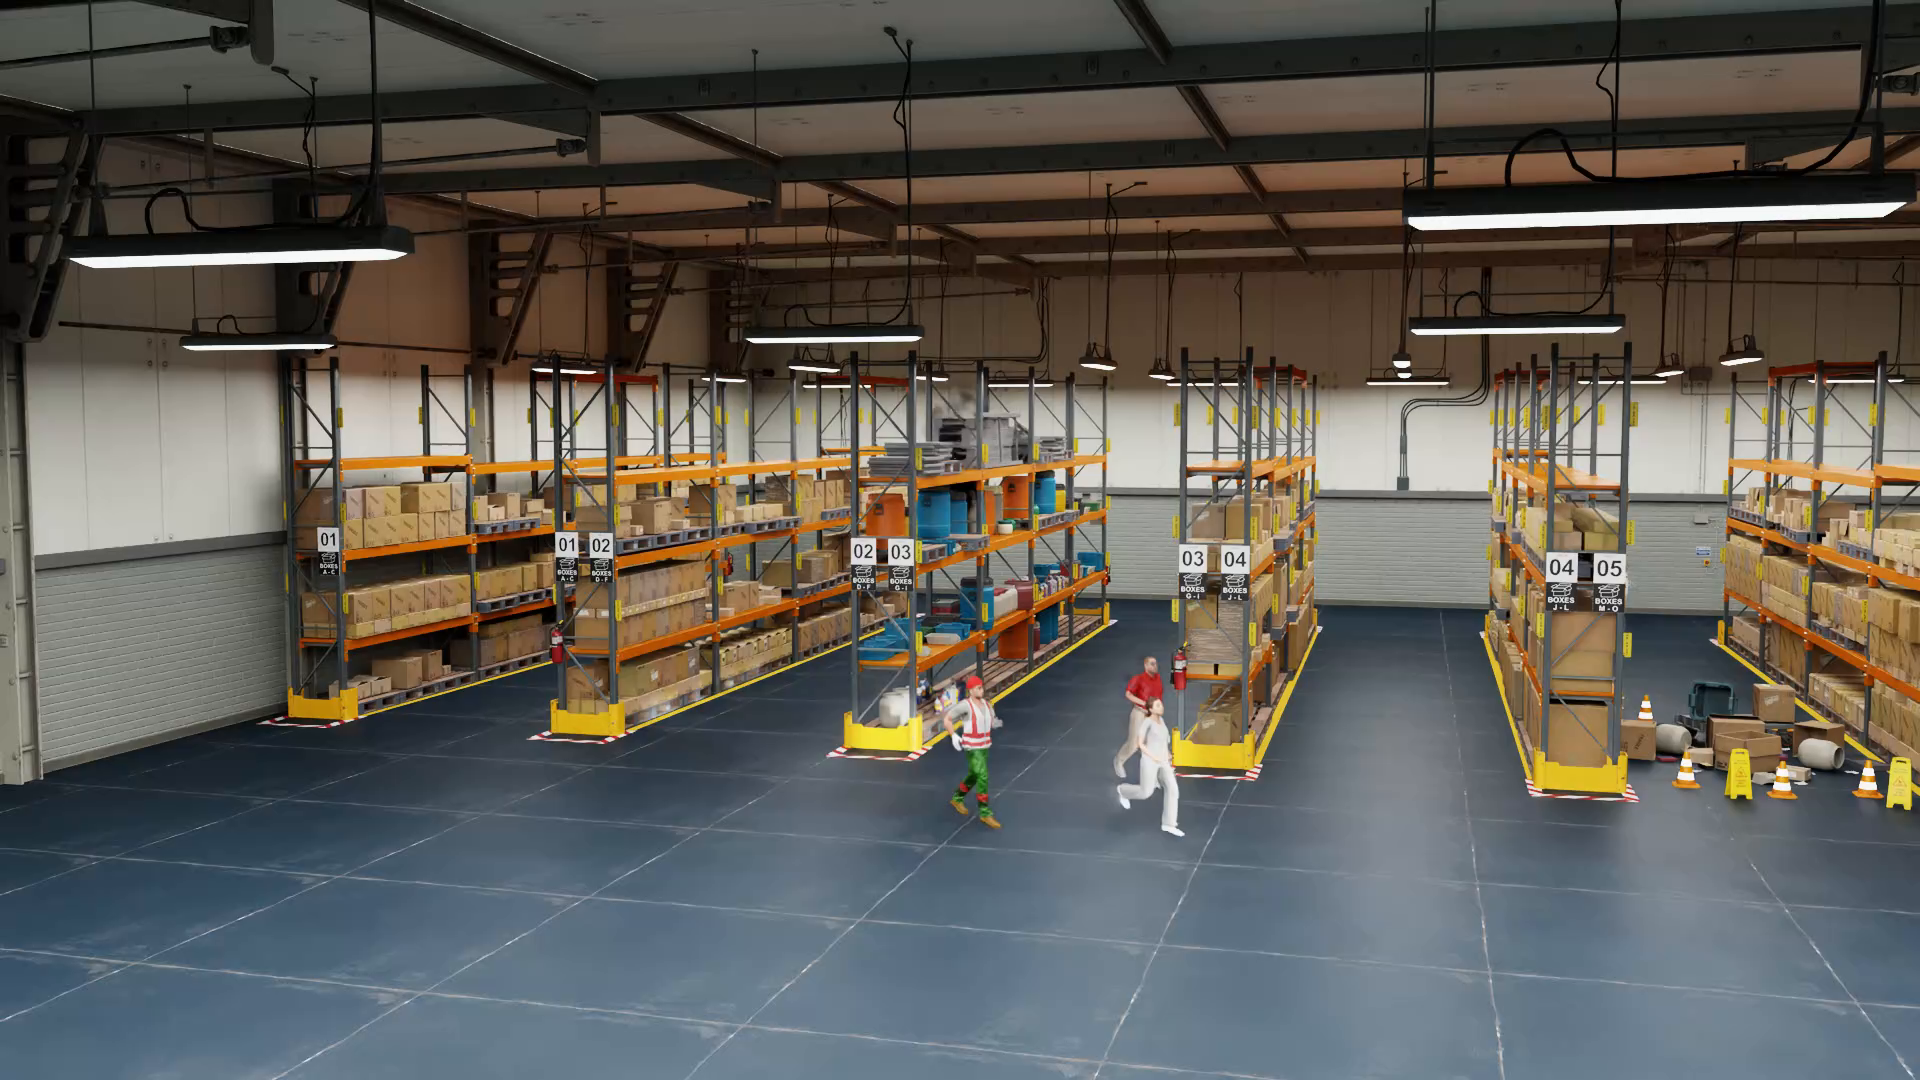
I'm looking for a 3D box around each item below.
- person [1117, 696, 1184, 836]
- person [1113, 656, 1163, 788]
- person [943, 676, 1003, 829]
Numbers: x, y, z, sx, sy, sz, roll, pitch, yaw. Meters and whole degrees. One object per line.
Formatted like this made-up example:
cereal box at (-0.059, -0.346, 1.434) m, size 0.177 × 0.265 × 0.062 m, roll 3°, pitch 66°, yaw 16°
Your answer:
person at (2.339, 2.711, 20.244) m, size 0.547 × 1.629 × 0.984 m, roll -3°, pitch 5°, yaw -40°
person at (2.550, 2.466, 22.866) m, size 0.685 × 1.742 × 0.913 m, roll -3°, pitch 5°, yaw -31°
person at (0.201, 2.583, 20.475) m, size 0.886 × 1.817 × 0.655 m, roll 3°, pitch 5°, yaw 39°
